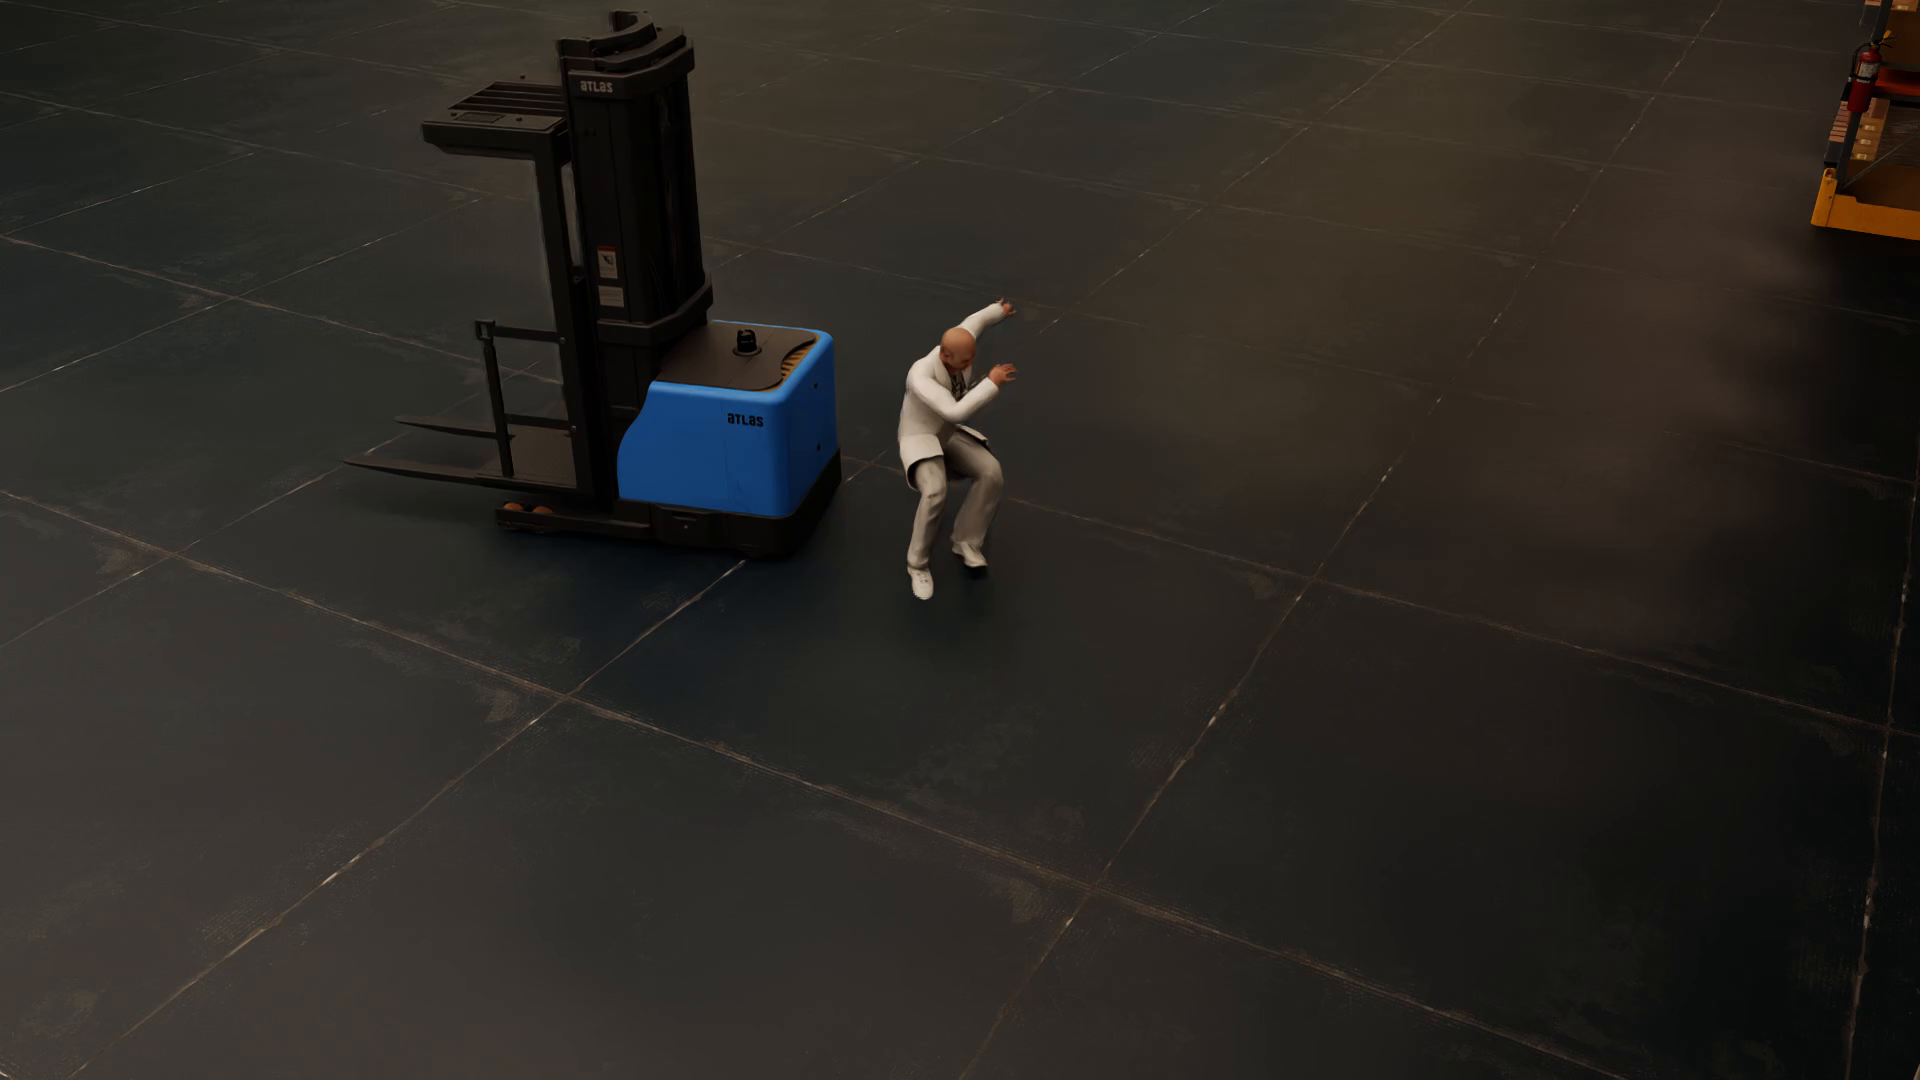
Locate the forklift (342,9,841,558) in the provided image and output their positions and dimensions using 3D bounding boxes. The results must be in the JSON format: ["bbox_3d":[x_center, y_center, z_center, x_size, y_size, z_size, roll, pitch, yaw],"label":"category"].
[{"bbox_3d":[-2.324,-1.550,9.757,3.031,2.935,1.130,7,31,12],"label":"forklift"}]

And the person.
[{"bbox_3d":[0.078,-0.621,9.687,0.747,1.450,1.467,23,37,35],"label":"person"}]
